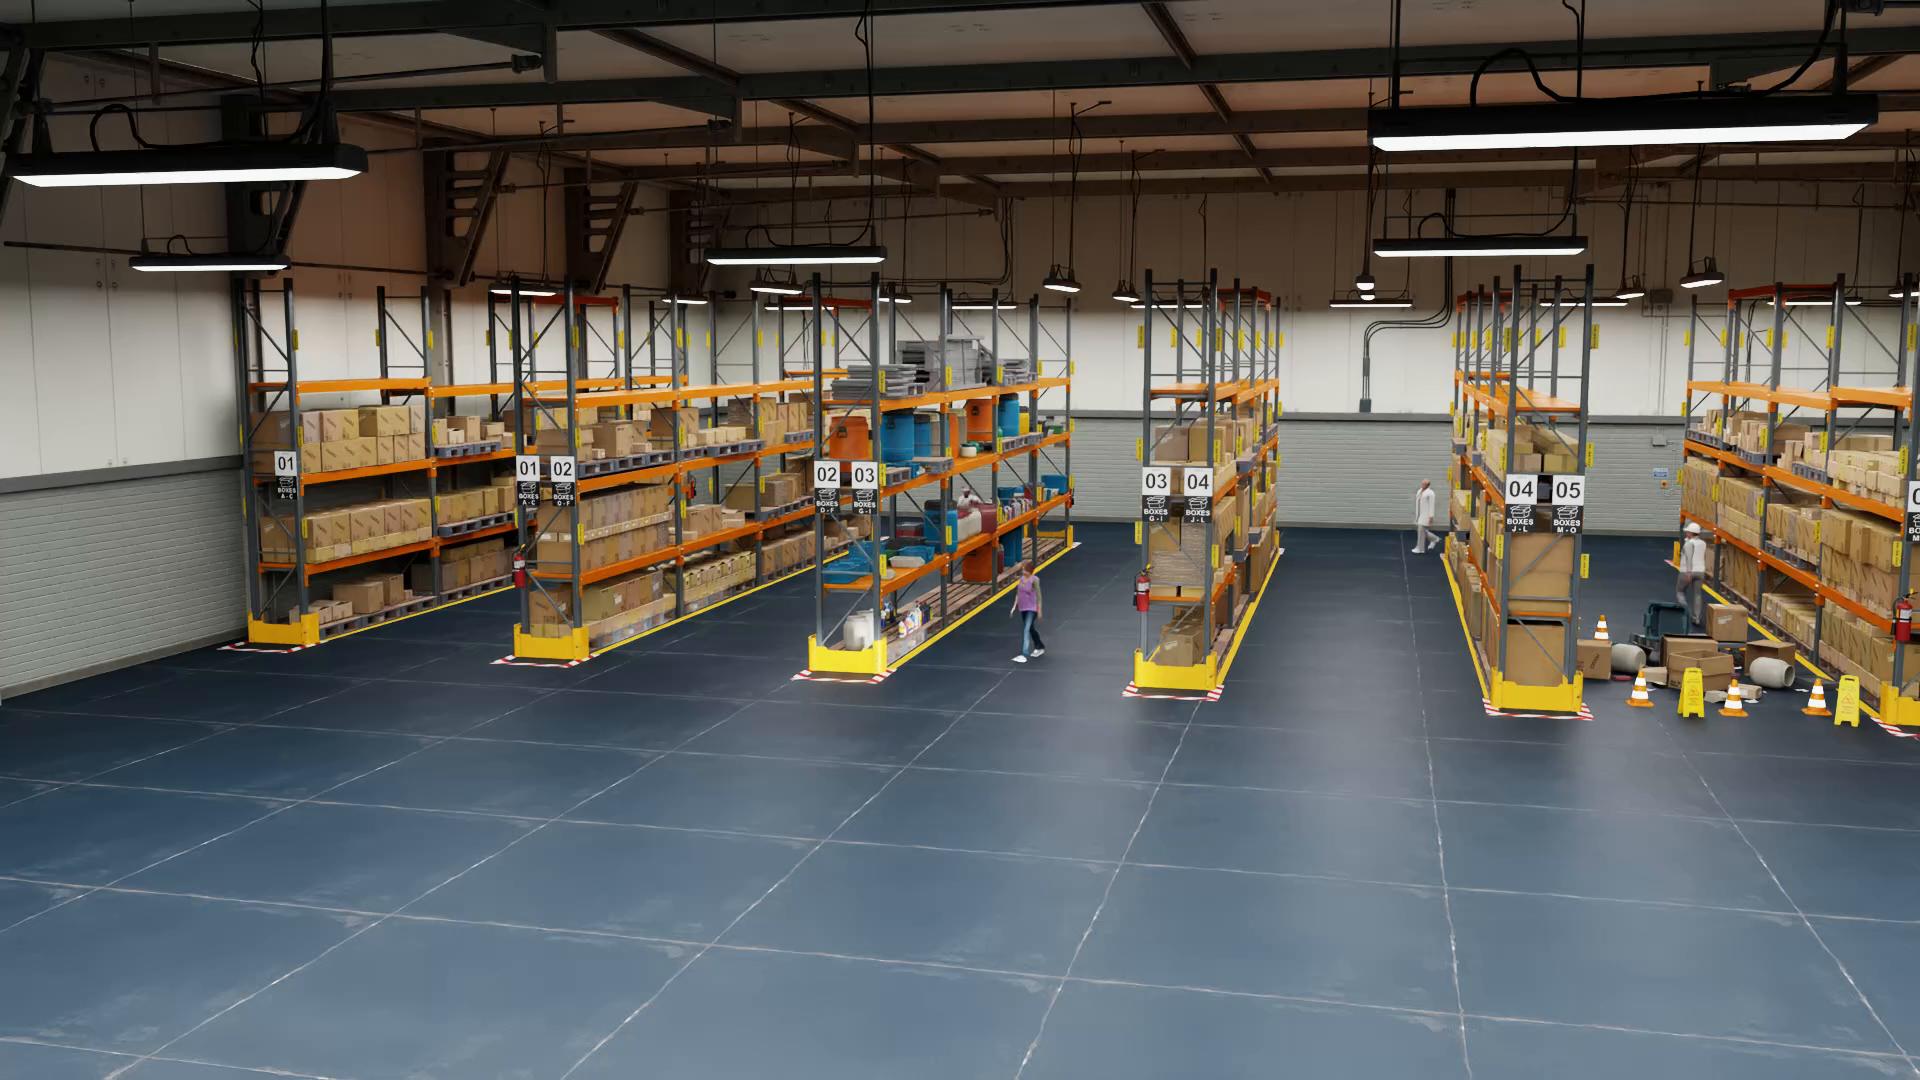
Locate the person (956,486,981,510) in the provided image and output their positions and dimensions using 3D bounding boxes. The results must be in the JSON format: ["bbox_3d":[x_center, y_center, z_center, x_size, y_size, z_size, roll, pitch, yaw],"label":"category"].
[{"bbox_3d":[0.231,-0.521,39.539,0.584,1.592,0.733,3,7,24],"label":"person"}]

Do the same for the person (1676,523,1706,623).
[{"bbox_3d":[13.032,0.612,29.504,0.521,1.809,0.574,0,7,-3],"label":"person"}]

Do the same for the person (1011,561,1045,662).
[{"bbox_3d":[1.068,1.104,26.055,0.817,1.563,0.424,-5,8,-35],"label":"person"}]

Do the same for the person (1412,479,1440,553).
[{"bbox_3d":[11.015,-0.579,39.227,0.808,1.754,0.585,-2,7,-16],"label":"person"}]
